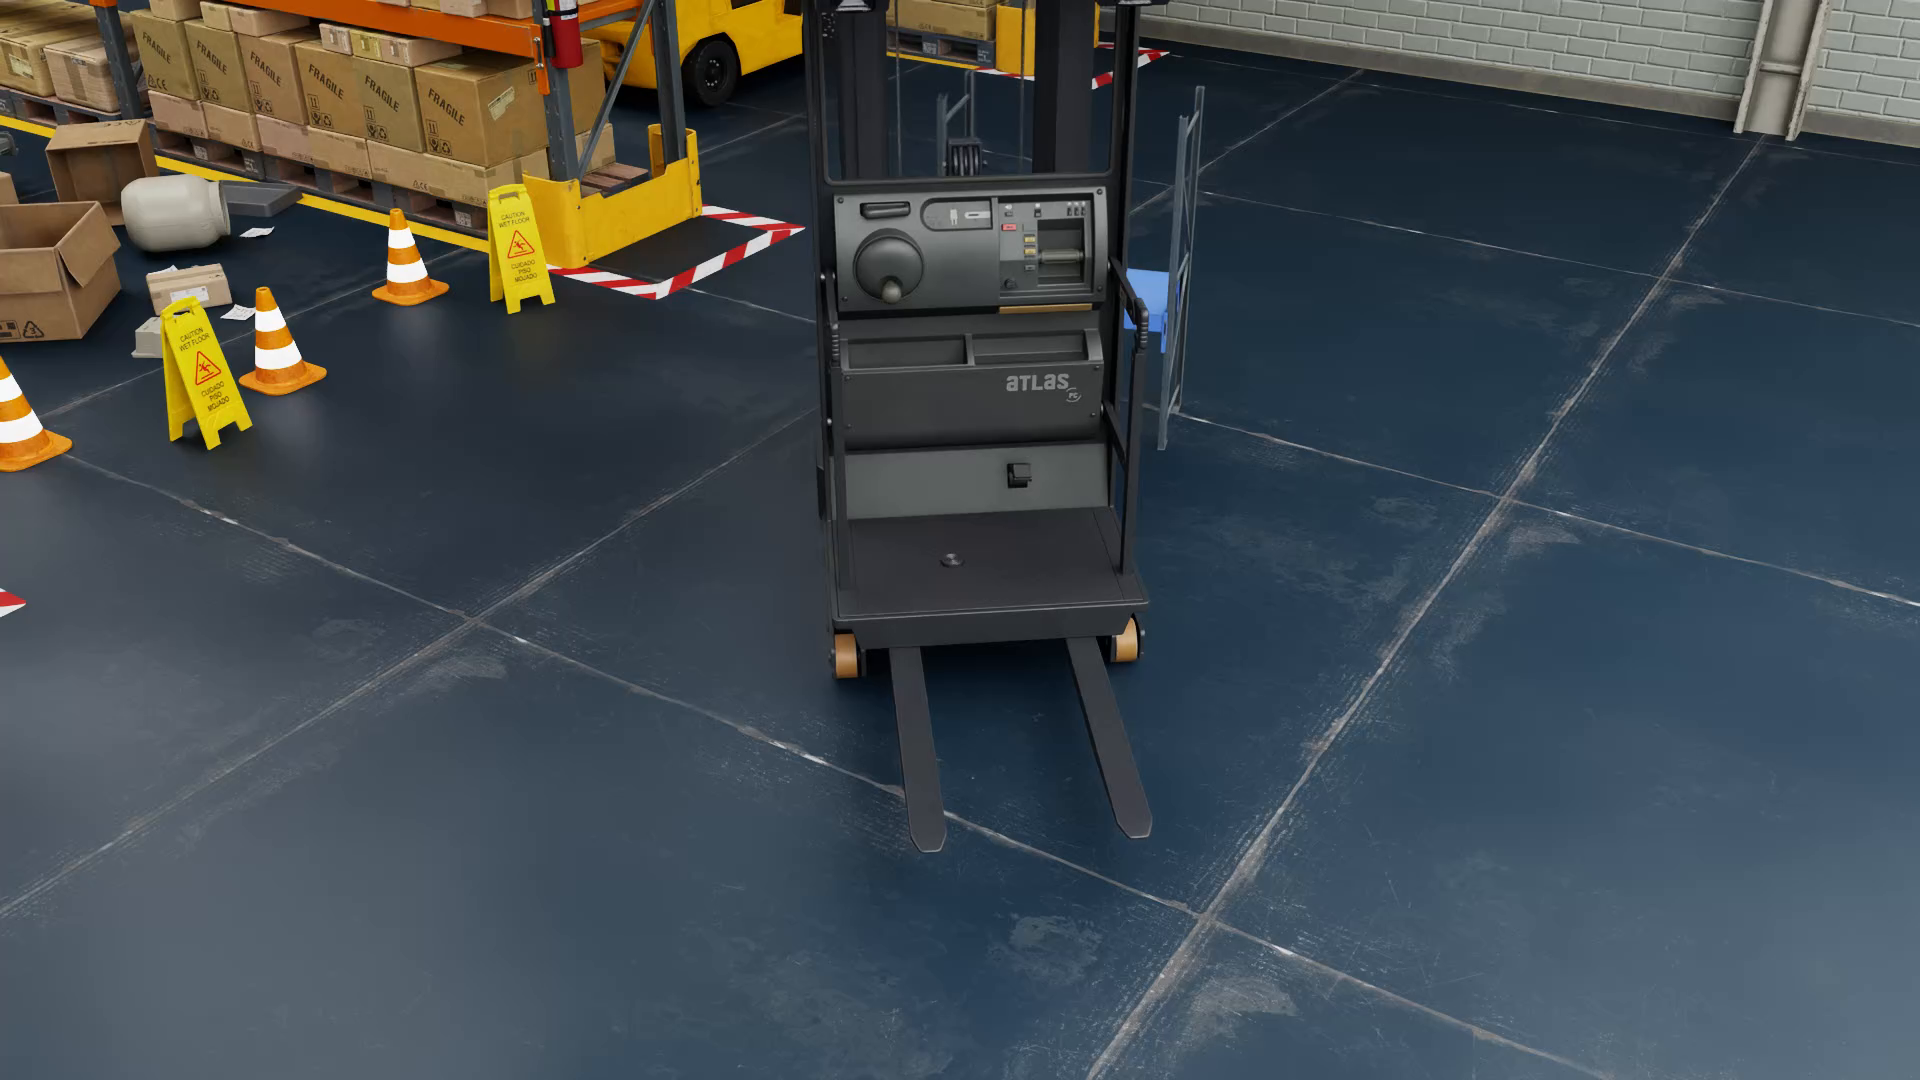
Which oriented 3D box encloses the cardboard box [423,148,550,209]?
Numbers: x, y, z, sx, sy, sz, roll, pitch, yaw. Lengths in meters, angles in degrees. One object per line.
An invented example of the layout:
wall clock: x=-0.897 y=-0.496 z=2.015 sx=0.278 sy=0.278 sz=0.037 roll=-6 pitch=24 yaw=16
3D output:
cardboard box: x=-2.792 y=-2.186 z=9.832 sx=0.500 sy=0.250 sz=0.500 roll=17 pitch=34 yaw=27

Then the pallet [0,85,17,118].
pallet: x=-7.029 y=-3.485 z=12.515 sx=1.213 sy=0.211 sz=1.003 roll=18 pitch=35 yaw=27

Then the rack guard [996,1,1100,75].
rack guard: x=0.712 y=-4.117 z=13.311 sx=0.348 sy=0.500 sz=1.175 roll=18 pitch=35 yaw=27

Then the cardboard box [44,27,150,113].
cardboard box: x=-5.777 y=-3.341 z=11.691 sx=0.625 sy=0.372 sz=0.950 roll=18 pitch=35 yaw=28

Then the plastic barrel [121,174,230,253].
plastic barrel: x=-4.498 y=-1.878 z=9.549 sx=0.512 sy=0.421 sz=0.421 roll=-9 pitch=32 yaw=-15

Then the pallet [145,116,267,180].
pallet: x=-4.744 y=-2.786 z=11.316 sx=1.213 sy=0.211 sz=1.003 roll=18 pitch=35 yaw=27

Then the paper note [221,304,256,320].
paper note: x=-3.803 y=-1.205 z=8.785 sx=0.142 sy=0.019 sz=0.148 roll=6 pitch=31 yaw=10

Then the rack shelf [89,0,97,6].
rack shelf: x=-7.026 y=-4.380 z=11.996 sx=4.000 sy=0.370 sz=1.077 roll=18 pitch=35 yaw=27

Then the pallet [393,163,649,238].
pallet: x=-2.677 y=-2.132 z=10.196 sx=1.213 sy=0.211 sz=1.003 roll=18 pitch=35 yaw=27

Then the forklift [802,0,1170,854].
forklift: x=0.064 y=-0.953 z=5.476 sx=1.130 sy=2.935 sz=3.031 roll=-3 pitch=30 yaw=-5

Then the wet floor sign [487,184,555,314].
wet floor sign: x=-2.352 y=-1.559 z=8.782 sx=0.267 sy=0.644 sz=0.232 roll=-21 pitch=36 yaw=-32

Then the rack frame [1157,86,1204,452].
rack frame: x=0.961 y=-1.166 z=7.261 sx=0.032 sy=1.500 sz=0.500 roll=8 pitch=31 yaw=13

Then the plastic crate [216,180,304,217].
plastic crate: x=-4.438 y=-2.124 z=10.311 sx=0.583 sy=0.080 sz=0.402 roll=6 pitch=31 yaw=10

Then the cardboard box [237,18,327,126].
cardboard box: x=-4.078 y=-2.922 z=10.349 sx=0.500 sy=0.500 sz=0.500 roll=20 pitch=36 yaw=30

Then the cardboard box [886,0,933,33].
cardboard box: x=-0.290 y=-4.325 z=13.499 sx=0.500 sy=0.250 sz=0.500 roll=18 pitch=35 yaw=27

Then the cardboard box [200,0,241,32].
cardboard box: x=-4.465 y=-3.284 z=10.326 sx=0.250 sy=0.149 sz=0.380 roll=19 pitch=35 yaw=29

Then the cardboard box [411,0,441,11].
cardboard box: x=-2.854 y=-3.083 z=9.306 sx=0.250 sy=0.149 sz=0.380 roll=17 pitch=34 yaw=27

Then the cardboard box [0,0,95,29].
cardboard box: x=-6.978 y=-3.718 z=12.337 sx=0.625 sy=0.372 sz=0.950 roll=19 pitch=35 yaw=29

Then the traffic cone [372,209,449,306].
traffic cone: x=-2.994 y=-1.553 z=8.952 sx=0.334 sy=0.463 sz=0.336 roll=18 pitch=35 yaw=27

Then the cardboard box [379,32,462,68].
cardboard box: x=-3.108 y=-2.855 z=9.590 sx=0.250 sy=0.149 sz=0.380 roll=19 pitch=35 yaw=29

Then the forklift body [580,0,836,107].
forklift body: x=-1.884 y=-4.566 z=12.442 sx=1.214 sy=2.155 sz=2.313 roll=18 pitch=35 yaw=27

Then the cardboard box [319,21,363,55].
cardboard box: x=-3.541 y=-2.995 z=9.830 sx=0.250 sy=0.149 sz=0.380 roll=19 pitch=35 yaw=29

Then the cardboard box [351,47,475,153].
cardboard box: x=-3.205 y=-2.643 z=9.872 sx=0.500 sy=0.500 sz=0.500 roll=19 pitch=35 yaw=29

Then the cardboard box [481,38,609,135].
cardboard box: x=-2.500 y=-2.742 z=10.041 sx=0.500 sy=0.500 sz=0.500 roll=16 pitch=34 yaw=26

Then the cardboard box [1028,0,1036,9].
cardboard box: x=0.380 y=-4.412 z=13.648 sx=0.500 sy=0.250 sz=0.500 roll=18 pitch=35 yaw=28

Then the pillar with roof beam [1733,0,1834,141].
pillar with roof beam: x=3.375 y=-4.921 z=6.255 sx=0.400 sy=9.000 sz=9.100 roll=18 pitch=35 yaw=27

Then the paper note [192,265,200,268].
paper note: x=-4.277 y=-1.531 z=9.364 sx=0.123 sy=0.001 sz=0.032 roll=18 pitch=35 yaw=27

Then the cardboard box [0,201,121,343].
cardboard box: x=-4.777 y=-1.396 z=8.643 sx=0.637 sy=0.503 sz=0.797 roll=-4 pitch=30 yaw=-7

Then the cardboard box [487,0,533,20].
cardboard box: x=-2.374 y=-2.984 z=9.138 sx=0.250 sy=0.149 sz=0.380 roll=19 pitch=35 yaw=29

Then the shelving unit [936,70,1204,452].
shelving unit: x=0.471 y=-1.234 z=7.376 sx=1.048 sy=1.500 sz=0.538 roll=8 pitch=31 yaw=13

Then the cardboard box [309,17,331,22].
cardboard box: x=-3.823 y=-3.157 z=10.753 sx=0.500 sy=0.500 sz=0.500 roll=20 pitch=36 yaw=30

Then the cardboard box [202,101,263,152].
cardboard box: x=-4.517 y=-2.738 z=10.778 sx=0.500 sy=0.250 sz=0.500 roll=20 pitch=36 yaw=30

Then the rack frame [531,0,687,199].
rack frame: x=-1.944 y=-3.084 z=9.059 sx=0.127 sy=3.000 sz=1.000 roll=18 pitch=35 yaw=27

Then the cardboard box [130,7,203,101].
cardboard box: x=-4.975 y=-3.200 z=10.826 sx=0.500 sy=0.500 sz=0.500 roll=19 pitch=35 yaw=30

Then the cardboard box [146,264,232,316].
cardboard box: x=-4.127 y=-1.341 z=8.901 sx=0.380 sy=0.149 sz=0.250 roll=-15 pitch=33 yaw=-24

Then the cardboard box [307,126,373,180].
cardboard box: x=-3.652 y=-2.459 z=10.301 sx=0.500 sy=0.250 sz=0.500 roll=16 pitch=34 yaw=26

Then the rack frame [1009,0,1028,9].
rack frame: x=0.692 y=-5.203 z=12.692 sx=0.127 sy=3.000 sz=1.000 roll=18 pitch=35 yaw=27
